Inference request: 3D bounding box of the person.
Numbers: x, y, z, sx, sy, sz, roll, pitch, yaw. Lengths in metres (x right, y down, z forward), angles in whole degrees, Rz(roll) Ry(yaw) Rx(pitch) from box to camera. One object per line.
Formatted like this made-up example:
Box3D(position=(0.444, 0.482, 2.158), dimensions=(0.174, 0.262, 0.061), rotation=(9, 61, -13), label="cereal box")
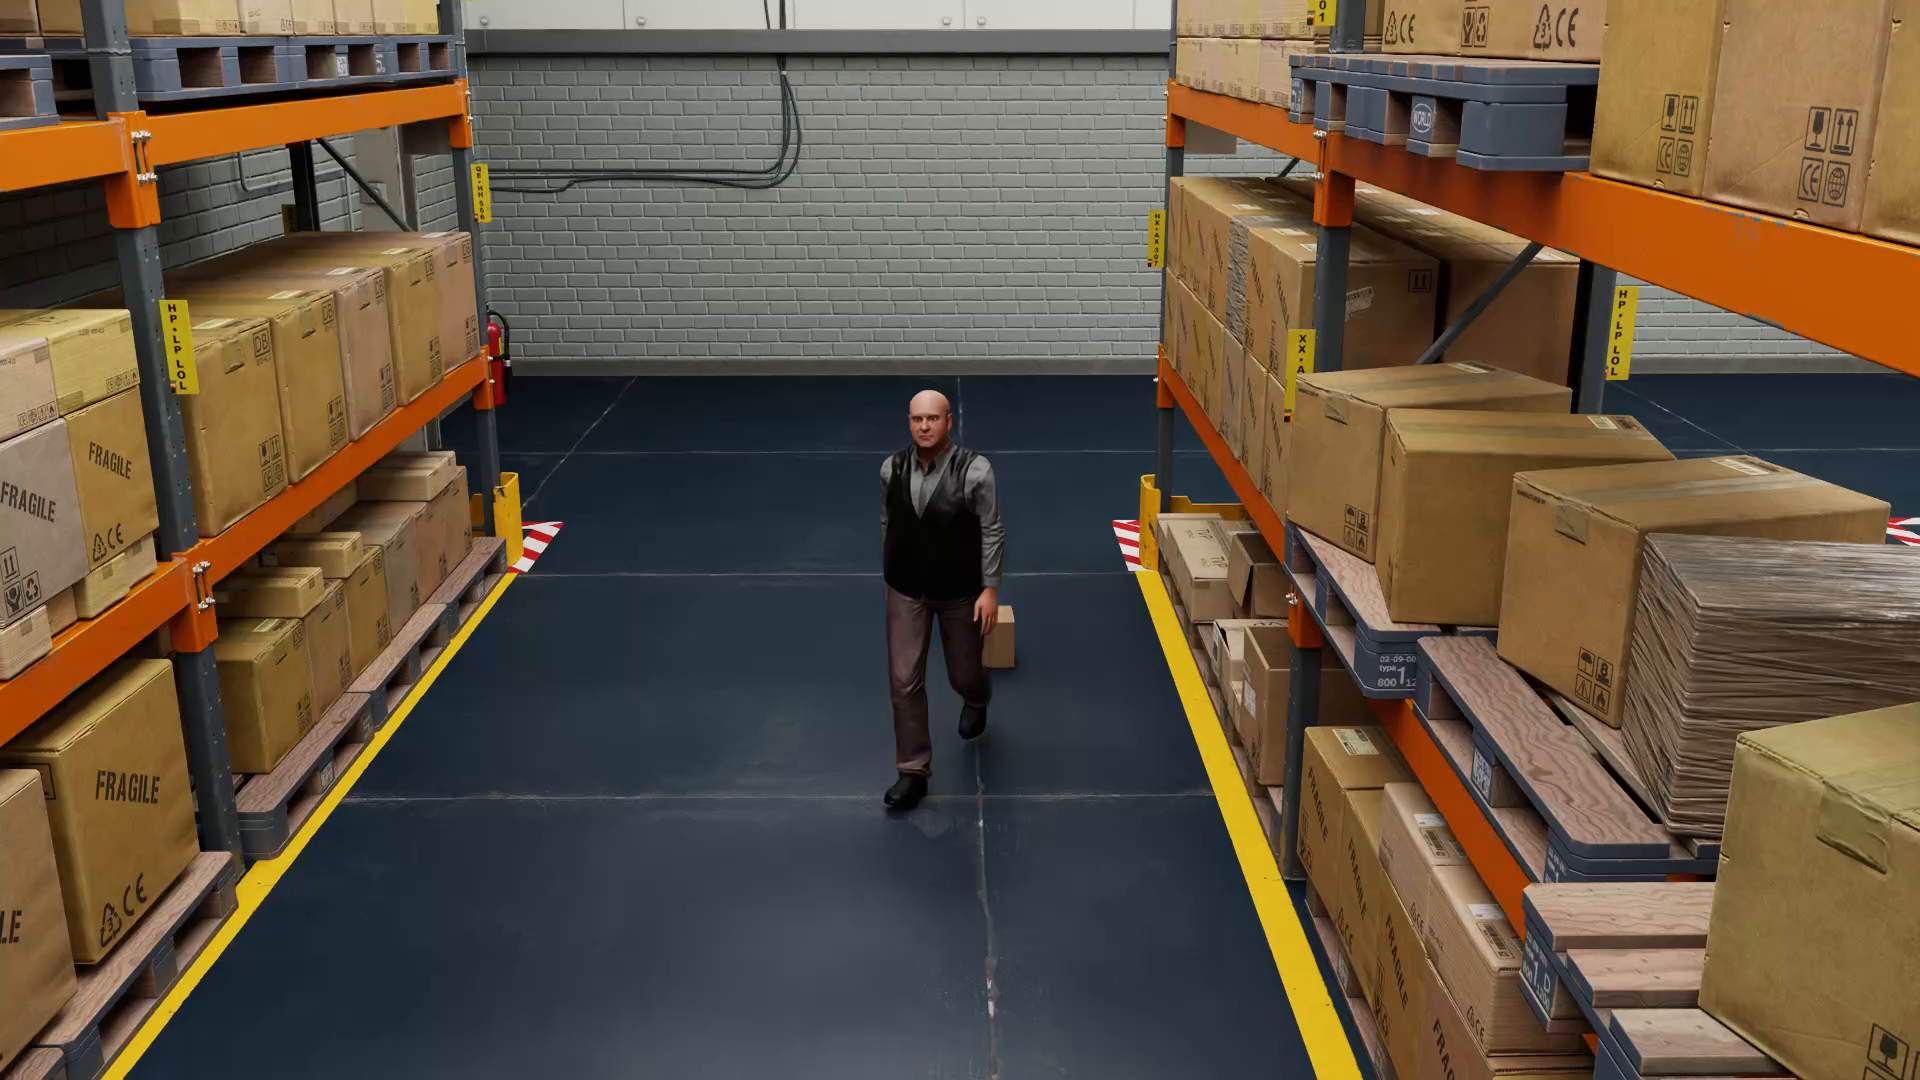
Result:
Box3D(position=(-0.067, 0.193, 6.954), dimensions=(0.551, 1.691, 0.936), rotation=(5, 18, 15), label="person")
